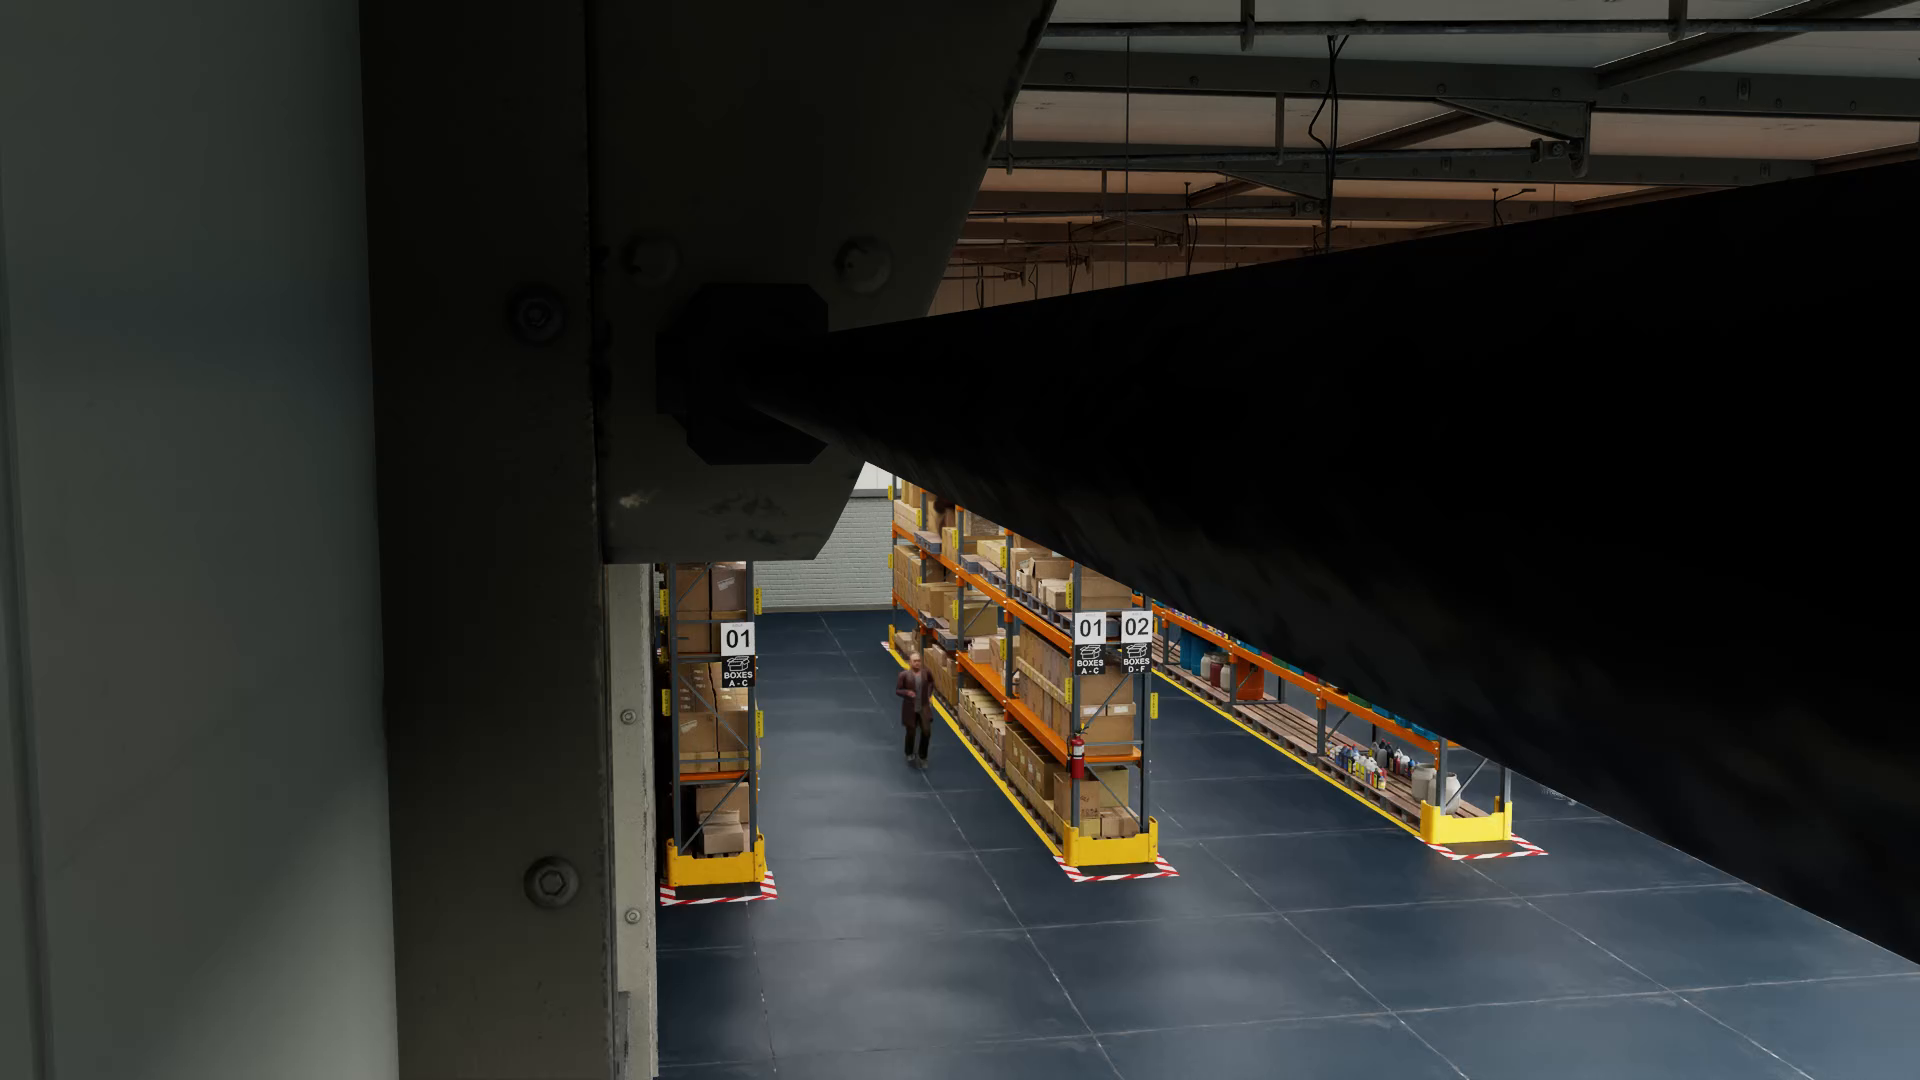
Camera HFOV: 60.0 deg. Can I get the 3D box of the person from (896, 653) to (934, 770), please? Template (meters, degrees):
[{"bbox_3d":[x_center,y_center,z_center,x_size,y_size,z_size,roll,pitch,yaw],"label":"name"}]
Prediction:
[{"bbox_3d":[-0.678,2.665,25.865,0.654,1.823,0.853,-1,6,-12],"label":"person"}]
